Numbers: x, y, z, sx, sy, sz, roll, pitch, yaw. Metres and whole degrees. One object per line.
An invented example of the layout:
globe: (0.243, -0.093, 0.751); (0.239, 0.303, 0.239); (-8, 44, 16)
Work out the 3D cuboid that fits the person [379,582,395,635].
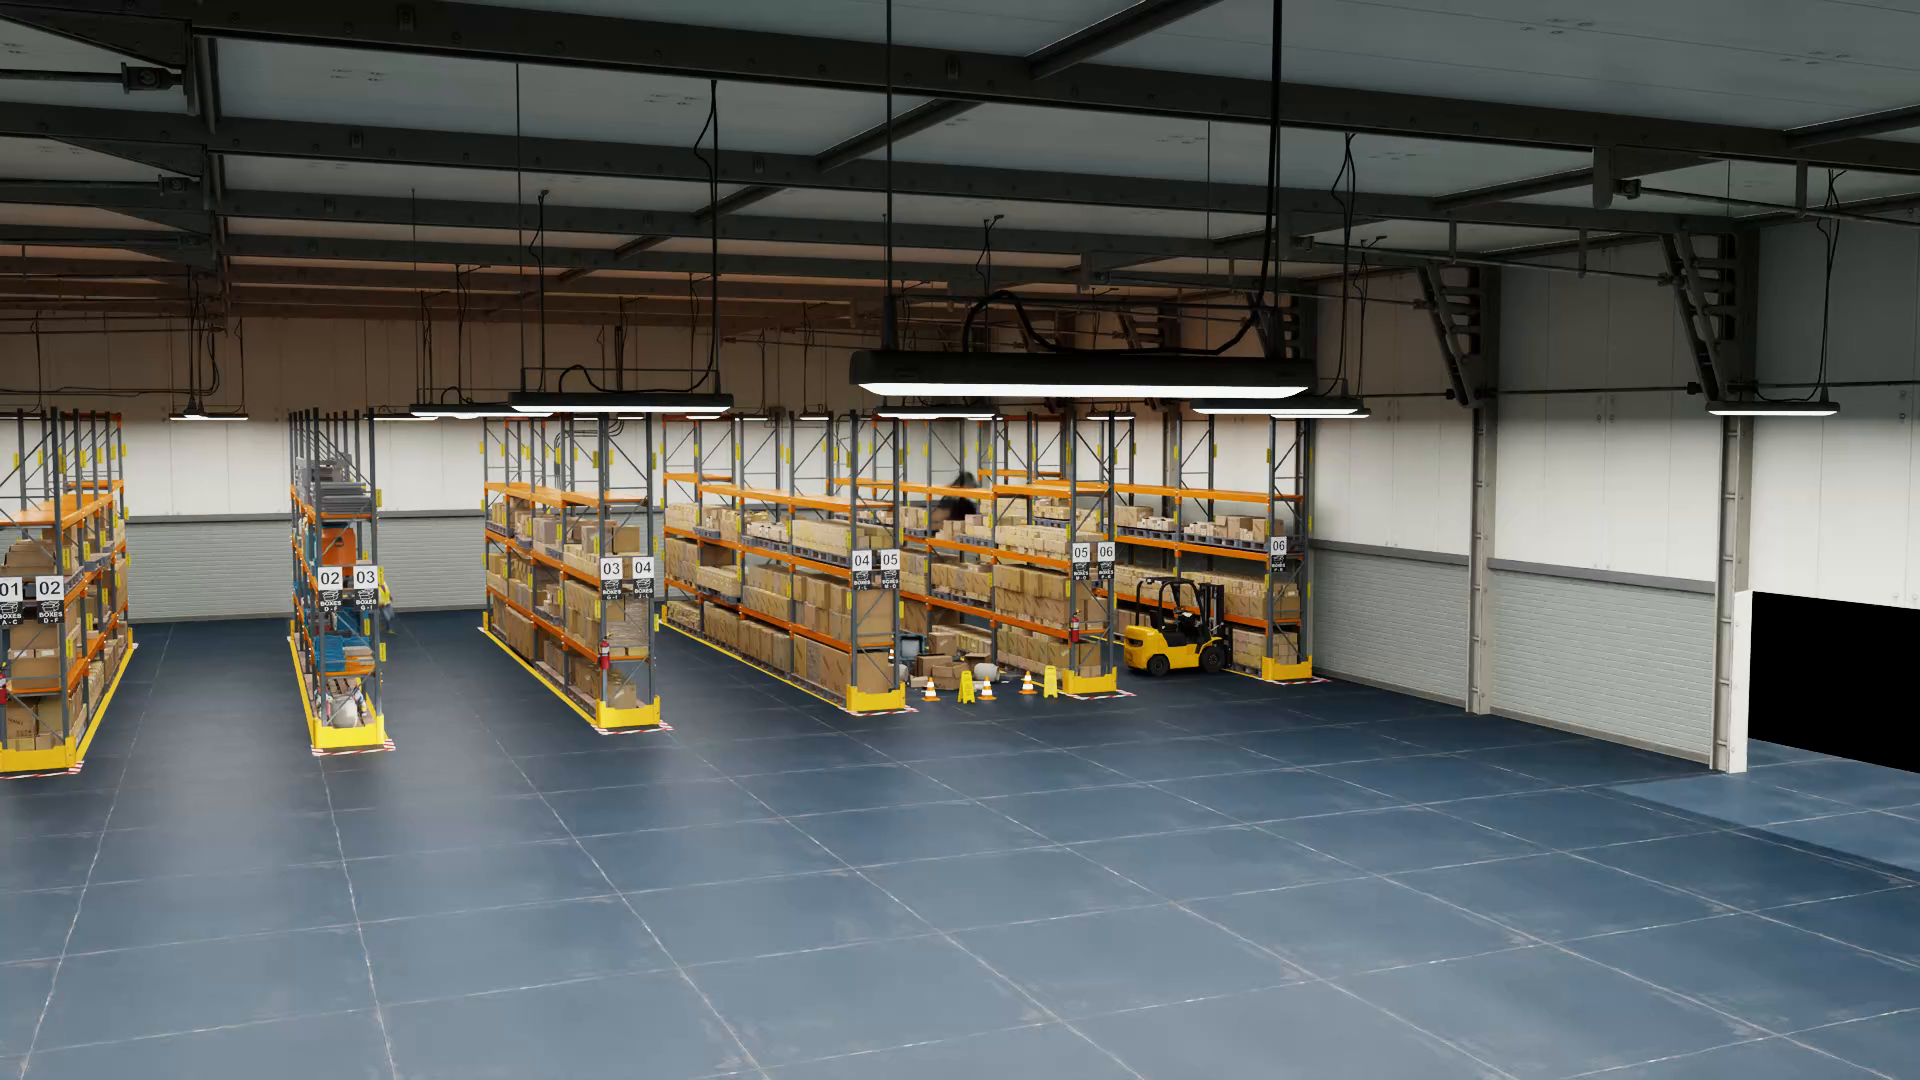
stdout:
person: (-15.668, 1.742, 44.935); (0.600, 1.671, 0.738); (2, 5, 29)
